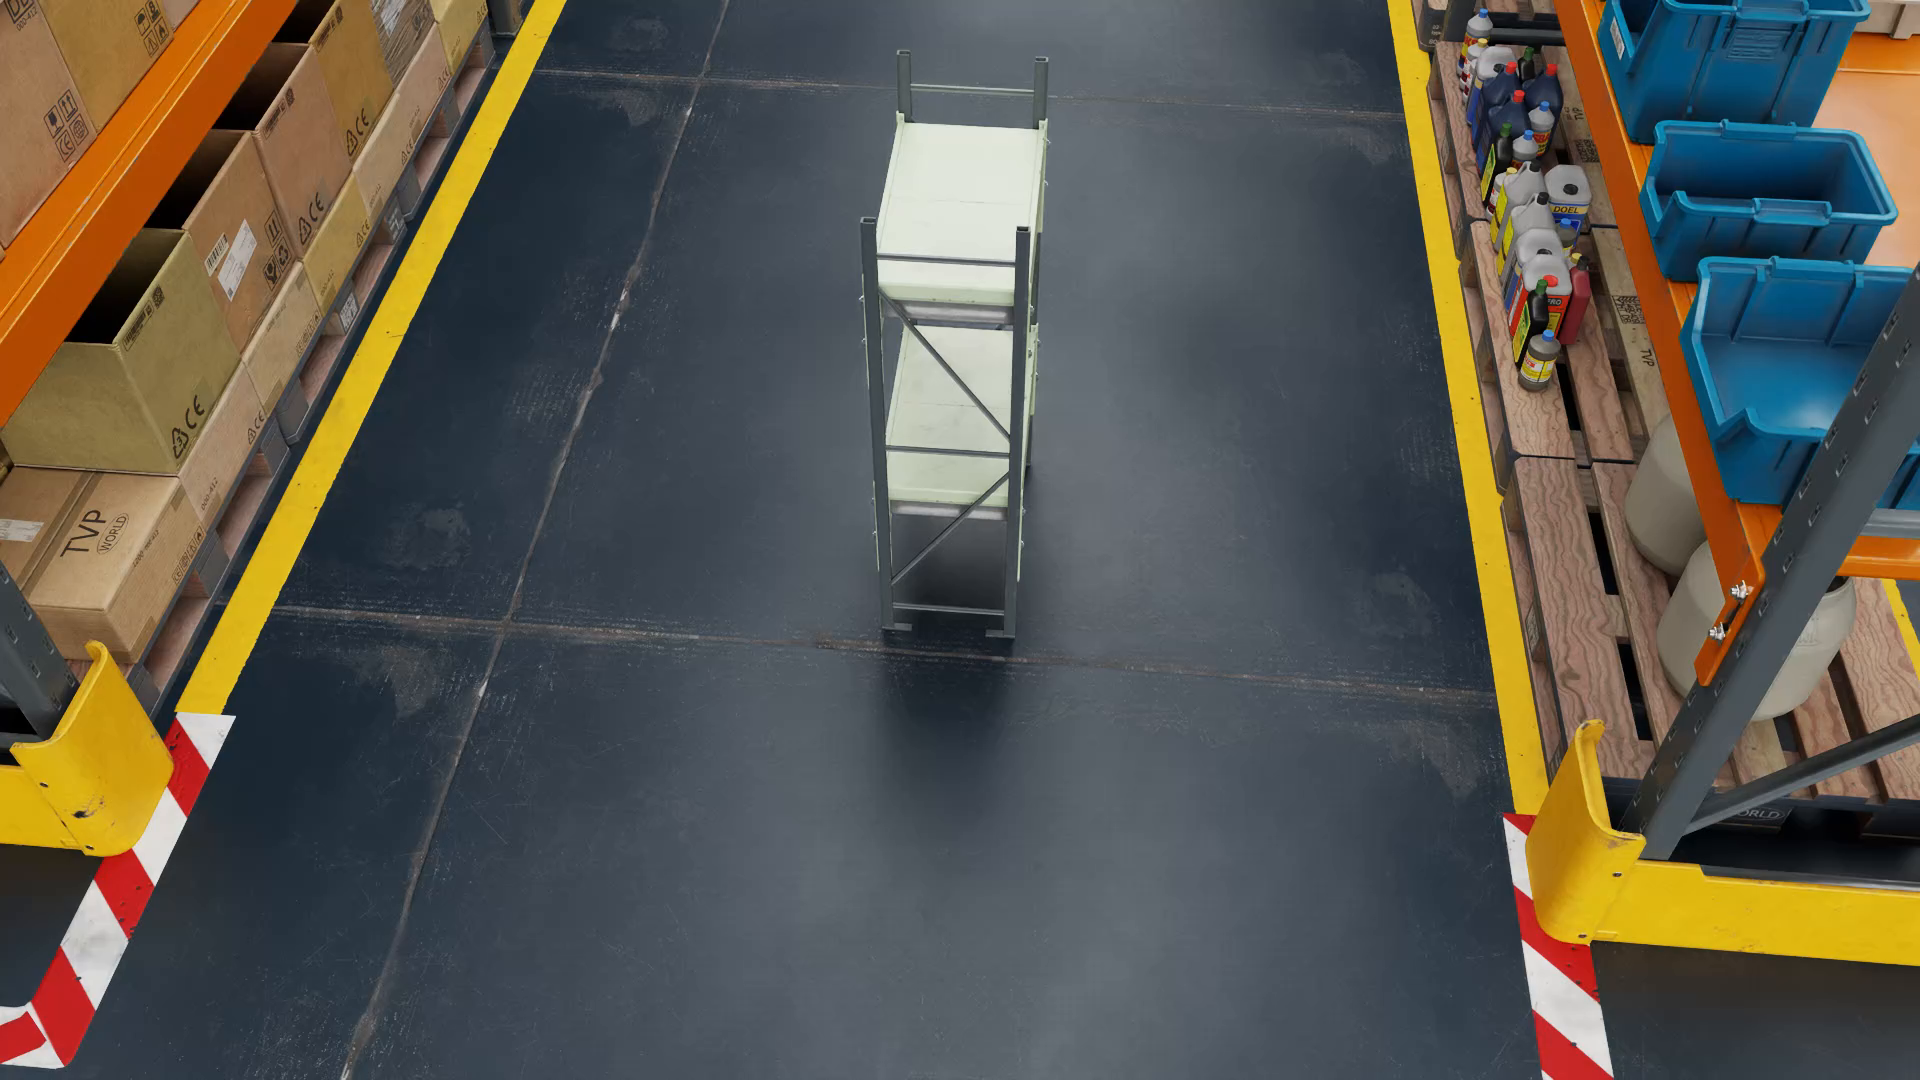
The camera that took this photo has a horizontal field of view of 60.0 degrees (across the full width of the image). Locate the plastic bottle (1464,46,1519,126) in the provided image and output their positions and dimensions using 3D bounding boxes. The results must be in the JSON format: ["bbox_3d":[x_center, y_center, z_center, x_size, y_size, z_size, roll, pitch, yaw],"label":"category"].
[{"bbox_3d":[2.036,-1.729,6.347,0.152,0.276,0.135,5,48,5],"label":"plastic bottle"}]

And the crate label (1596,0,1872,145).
[{"bbox_3d":[2.037,-1.388,4.462,0.502,0.435,0.616,4,48,4],"label":"crate label"}]

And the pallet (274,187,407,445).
[{"bbox_3d":[-2.652,-0.859,5.892,1.003,0.211,1.213,4,48,4],"label":"pallet"}]

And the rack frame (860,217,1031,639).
[{"bbox_3d":[-0.034,-0.232,4.446,0.400,1.500,0.023,4,48,4],"label":"rack frame"}]

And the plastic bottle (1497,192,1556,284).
[{"bbox_3d":[1.944,-1.046,5.671,0.144,0.351,0.185,6,48,5],"label":"plastic bottle"}]

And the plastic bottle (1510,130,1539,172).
[{"bbox_3d":[2.023,-1.357,6.010,0.097,0.271,0.097,0,48,0],"label":"plastic bottle"}]

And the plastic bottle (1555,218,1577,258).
[{"bbox_3d":[2.068,-1.019,5.748,0.097,0.201,0.097,0,48,0],"label":"plastic bottle"}]

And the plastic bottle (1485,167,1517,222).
[{"bbox_3d":[1.950,-1.238,5.948,0.097,0.201,0.097,0,48,0],"label":"plastic bottle"}]

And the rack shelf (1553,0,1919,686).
[{"bbox_3d":[2.321,-1.232,4.831,1.077,0.370,4.000,4,48,4],"label":"rack shelf"}]

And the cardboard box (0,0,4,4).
[{"bbox_3d":[-2.473,-1.430,4.018,0.380,0.149,0.250,3,48,3],"label":"cardboard box"}]

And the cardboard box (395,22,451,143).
[{"bbox_3d":[-2.309,-1.772,6.416,0.500,0.250,0.500,4,48,4],"label":"cardboard box"}]

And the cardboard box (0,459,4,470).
[{"bbox_3d":[-3.041,-0.222,4.491,0.500,0.500,0.500,4,48,4],"label":"cardboard box"}]

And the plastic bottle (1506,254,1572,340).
[{"bbox_3d":[1.920,-0.797,5.494,0.152,0.276,0.135,4,48,4],"label":"plastic bottle"}]

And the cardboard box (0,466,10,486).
[{"bbox_3d":[-3.039,0.031,4.767,0.500,0.250,0.500,4,48,4],"label":"cardboard box"}]

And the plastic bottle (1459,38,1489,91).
[{"bbox_3d":[2.028,-1.869,6.525,0.097,0.201,0.097,0,48,0],"label":"plastic bottle"}]

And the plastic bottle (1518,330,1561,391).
[{"bbox_3d":[1.870,-0.588,5.353,0.097,0.201,0.097,0,48,0],"label":"plastic bottle"}]

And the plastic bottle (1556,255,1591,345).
[{"bbox_3d":[2.026,-0.792,5.485,0.061,0.283,0.133,4,48,4],"label":"plastic bottle"}]

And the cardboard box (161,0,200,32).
[{"bbox_3d":[-2.600,-1.855,4.846,0.700,0.500,0.500,5,48,5],"label":"cardboard box"}]

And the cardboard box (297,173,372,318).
[{"bbox_3d":[-2.385,-1.036,5.743,0.500,0.250,0.500,4,48,4],"label":"cardboard box"}]

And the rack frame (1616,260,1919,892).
[{"bbox_3d":[2.139,-0.005,3.222,1.000,3.000,0.127,4,48,4],"label":"rack frame"}]

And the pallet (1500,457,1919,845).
[{"bbox_3d":[2.178,0.280,4.850,1.003,0.211,1.213,4,48,4],"label":"pallet"}]

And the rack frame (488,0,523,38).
[{"bbox_3d":[-2.429,-3.280,6.217,1.000,3.000,0.127,4,48,4],"label":"rack frame"}]

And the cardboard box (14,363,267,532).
[{"bbox_3d":[-2.481,-0.301,5.072,0.500,0.250,0.500,4,48,4],"label":"cardboard box"}]

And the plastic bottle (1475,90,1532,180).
[{"bbox_3d":[1.999,-1.495,6.081,0.144,0.351,0.185,2,48,2],"label":"plastic bottle"}]

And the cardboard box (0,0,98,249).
[{"bbox_3d":[-2.695,-1.103,4.158,0.700,0.500,0.500,5,48,5],"label":"cardboard box"}]

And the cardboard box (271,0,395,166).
[{"bbox_3d":[-2.353,-1.657,5.804,0.500,0.500,0.500,4,48,4],"label":"cardboard box"}]

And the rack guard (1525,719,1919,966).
[{"bbox_3d":[2.099,0.780,4.198,1.175,0.500,0.348,4,48,4],"label":"rack guard"}]

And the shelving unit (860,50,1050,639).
[{"bbox_3d":[-0.001,-0.501,4.692,0.431,1.500,0.755,4,48,4],"label":"shelving unit"}]

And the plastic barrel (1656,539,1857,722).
[{"bbox_3d":[2.123,0.204,4.432,0.421,0.512,0.421,0,48,0],"label":"plastic barrel"}]

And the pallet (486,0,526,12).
[{"bbox_3d":[-2.401,-2.883,7.744,1.003,0.211,1.213,4,48,4],"label":"pallet"}]

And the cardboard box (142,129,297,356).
[{"bbox_3d":[-2.447,-0.923,5.132,0.500,0.500,0.500,4,48,4],"label":"cardboard box"}]

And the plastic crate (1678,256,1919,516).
[{"bbox_3d":[1.886,-0.343,3.631,0.499,0.251,0.616,4,48,4],"label":"plastic crate"}]

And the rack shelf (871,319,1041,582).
[{"bbox_3d":[-0.001,-0.281,4.933,0.431,0.370,0.720,4,48,4],"label":"rack shelf"}]

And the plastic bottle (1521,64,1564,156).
[{"bbox_3d":[2.160,-1.624,6.199,0.144,0.351,0.185,4,48,4],"label":"plastic bottle"}]

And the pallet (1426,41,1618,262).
[{"bbox_3d":[2.401,-1.513,6.490,1.003,0.211,1.213,4,48,4],"label":"pallet"}]
